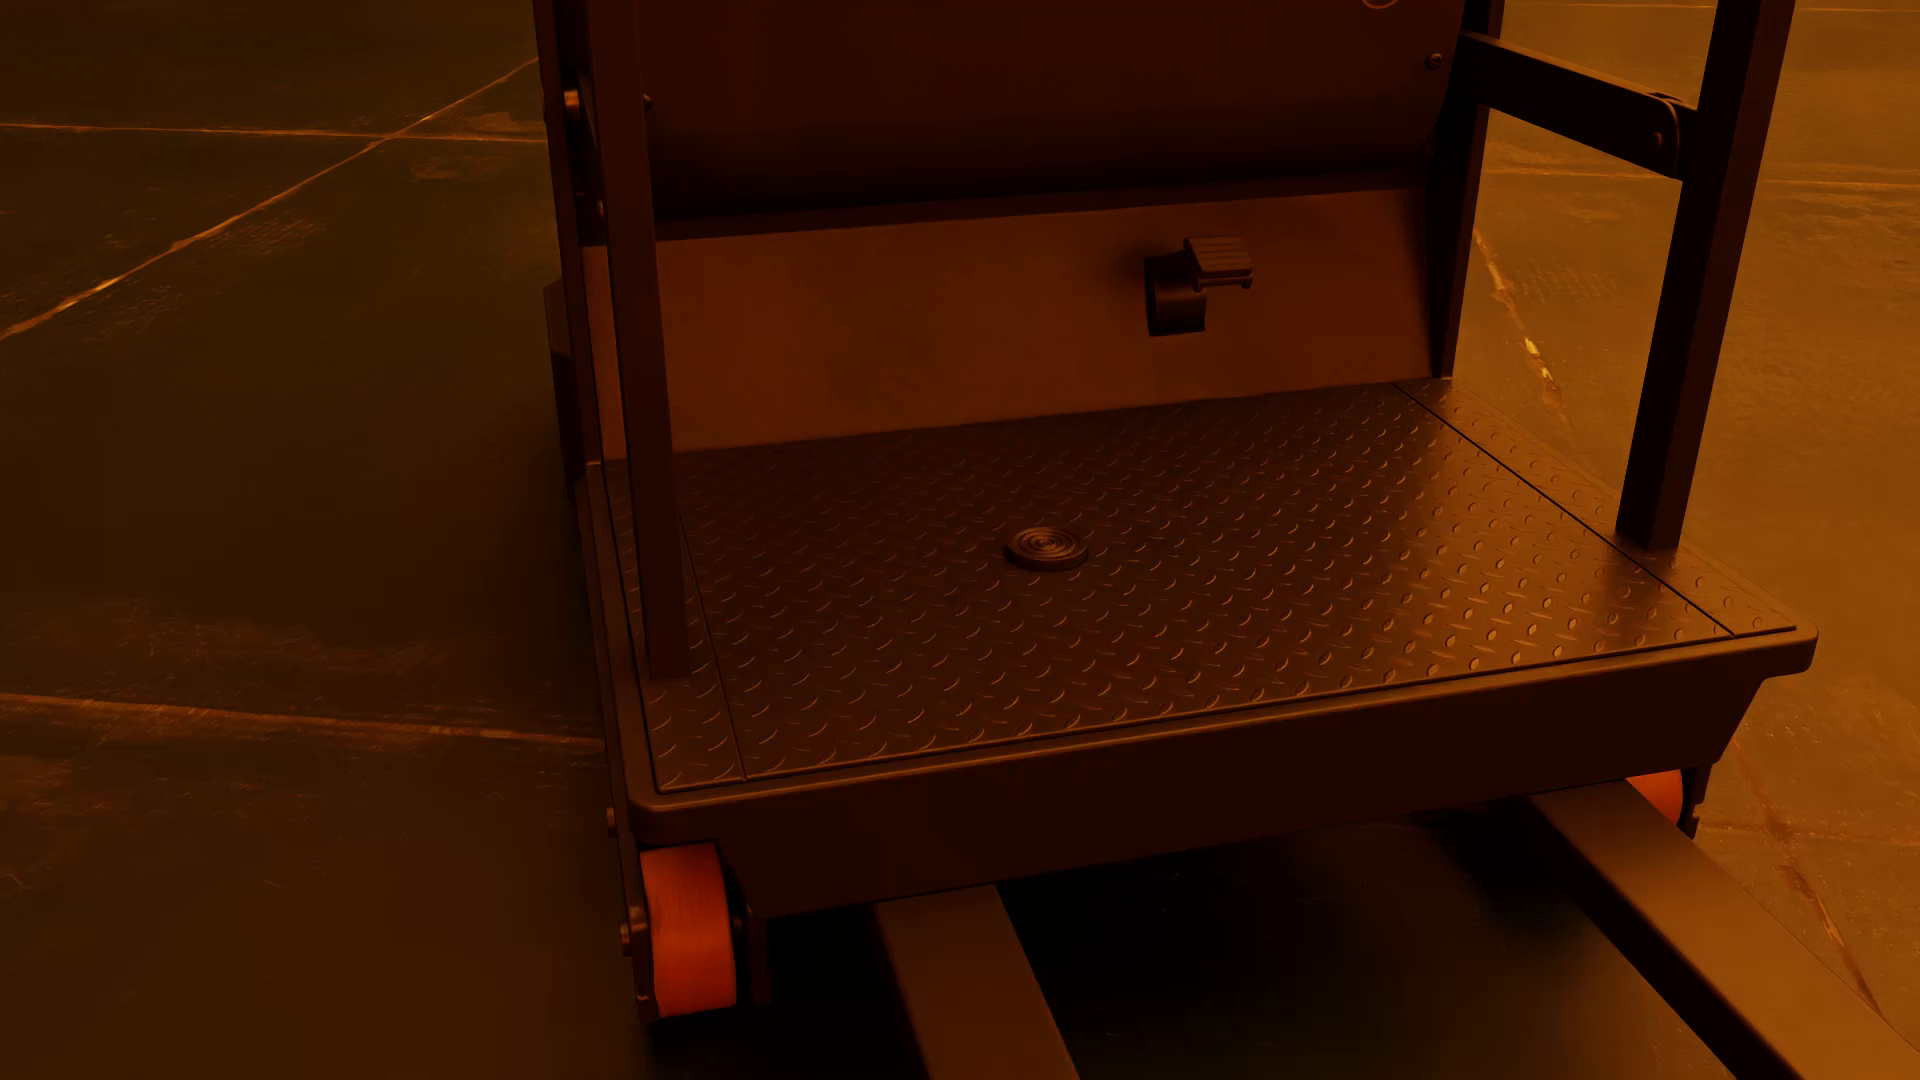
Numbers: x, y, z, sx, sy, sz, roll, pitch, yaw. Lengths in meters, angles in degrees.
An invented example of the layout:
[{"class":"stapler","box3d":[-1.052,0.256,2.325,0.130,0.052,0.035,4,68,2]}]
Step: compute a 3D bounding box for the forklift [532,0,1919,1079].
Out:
[{"class":"forklift","box3d":[0.153,-1.049,1.319,1.130,2.935,3.031,-7,27,-13]}]
